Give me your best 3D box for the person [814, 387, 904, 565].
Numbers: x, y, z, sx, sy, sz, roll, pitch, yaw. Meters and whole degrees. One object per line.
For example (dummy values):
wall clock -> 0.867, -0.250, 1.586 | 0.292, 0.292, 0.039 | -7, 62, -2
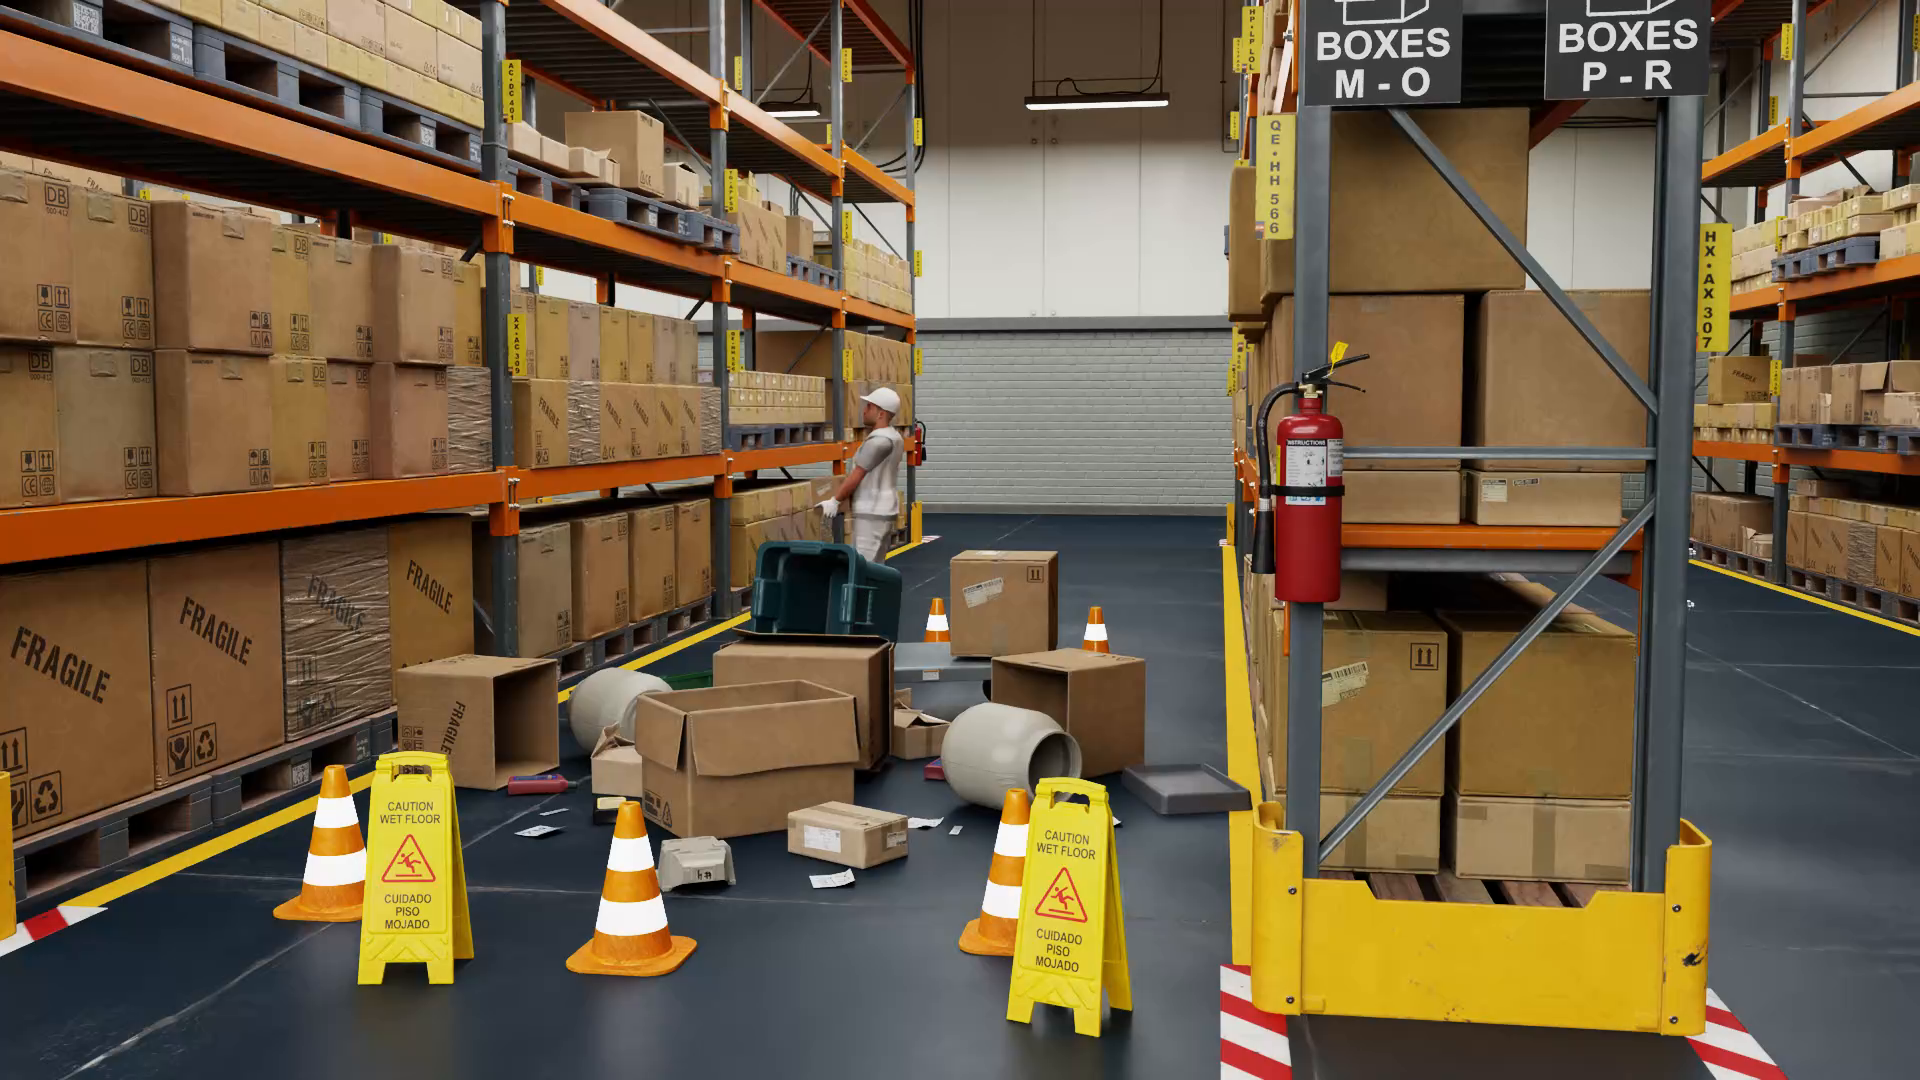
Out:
person -> -0.682, -0.138, 11.264 | 0.573, 1.782, 0.494 | 1, 4, 9
